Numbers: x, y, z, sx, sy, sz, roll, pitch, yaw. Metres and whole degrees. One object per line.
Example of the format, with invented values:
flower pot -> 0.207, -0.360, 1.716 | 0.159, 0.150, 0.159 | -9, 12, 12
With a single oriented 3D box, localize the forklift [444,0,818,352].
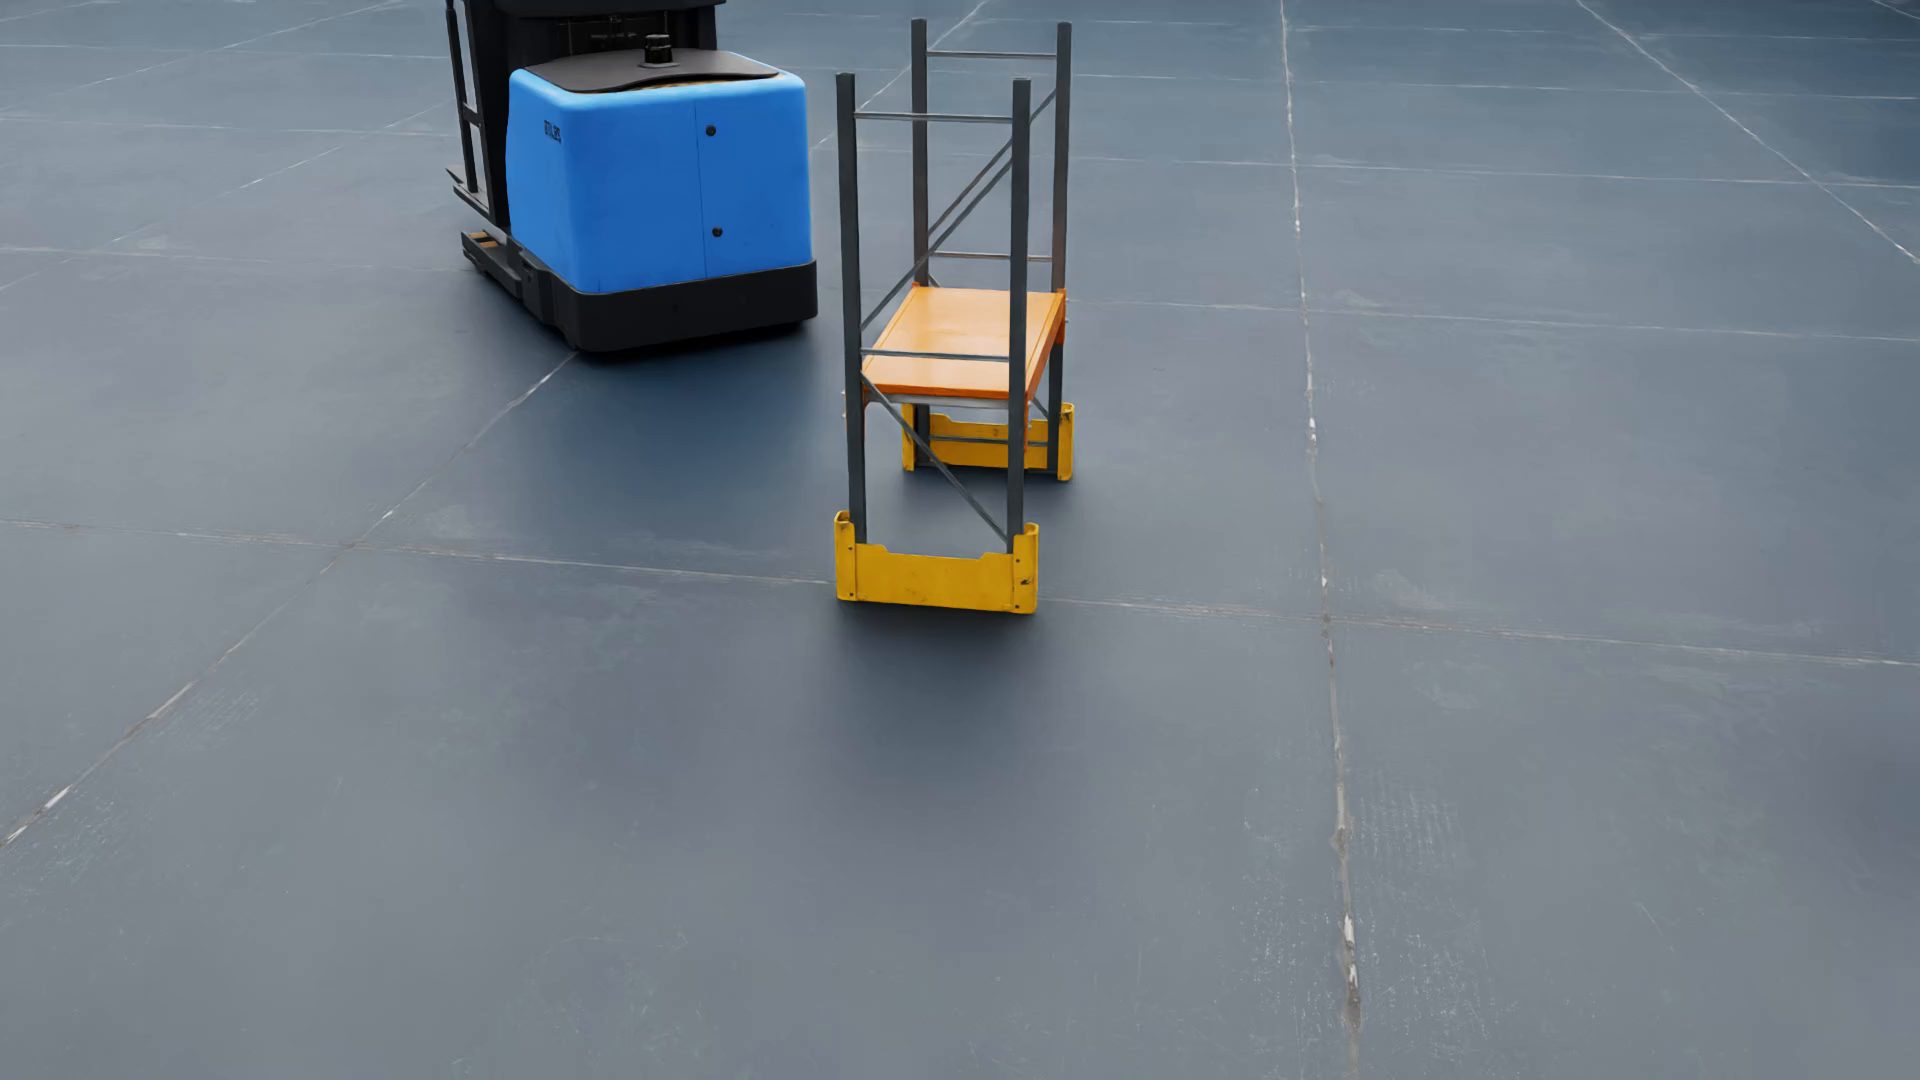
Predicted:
forklift -> -1.769, -2.672, 7.500 | 1.130, 2.935, 3.031 | -13, 28, -26

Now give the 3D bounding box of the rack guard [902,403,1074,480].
rack guard -> 0.094, -0.353, 5.710 | 0.587, 0.250, 0.087 | 4, 25, 9

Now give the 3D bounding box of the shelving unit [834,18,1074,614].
shelving unit -> 0.012, -0.711, 5.000 | 0.587, 1.500, 1.083 | 4, 25, 9

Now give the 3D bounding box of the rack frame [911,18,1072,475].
rack frame -> 0.097, -0.928, 5.462 | 0.500, 1.500, 0.032 | 4, 25, 9

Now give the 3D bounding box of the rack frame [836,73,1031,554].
rack frame -> -0.069, -0.502, 4.554 | 0.500, 1.500, 0.032 | 4, 25, 9

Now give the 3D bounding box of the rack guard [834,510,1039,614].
rack guard -> -0.069, 0.063, 4.820 | 0.587, 0.250, 0.087 | 4, 25, 9

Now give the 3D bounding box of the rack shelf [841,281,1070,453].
rack shelf -> 0.014, -0.552, 5.085 | 0.538, 0.185, 1.000 | 4, 25, 9
